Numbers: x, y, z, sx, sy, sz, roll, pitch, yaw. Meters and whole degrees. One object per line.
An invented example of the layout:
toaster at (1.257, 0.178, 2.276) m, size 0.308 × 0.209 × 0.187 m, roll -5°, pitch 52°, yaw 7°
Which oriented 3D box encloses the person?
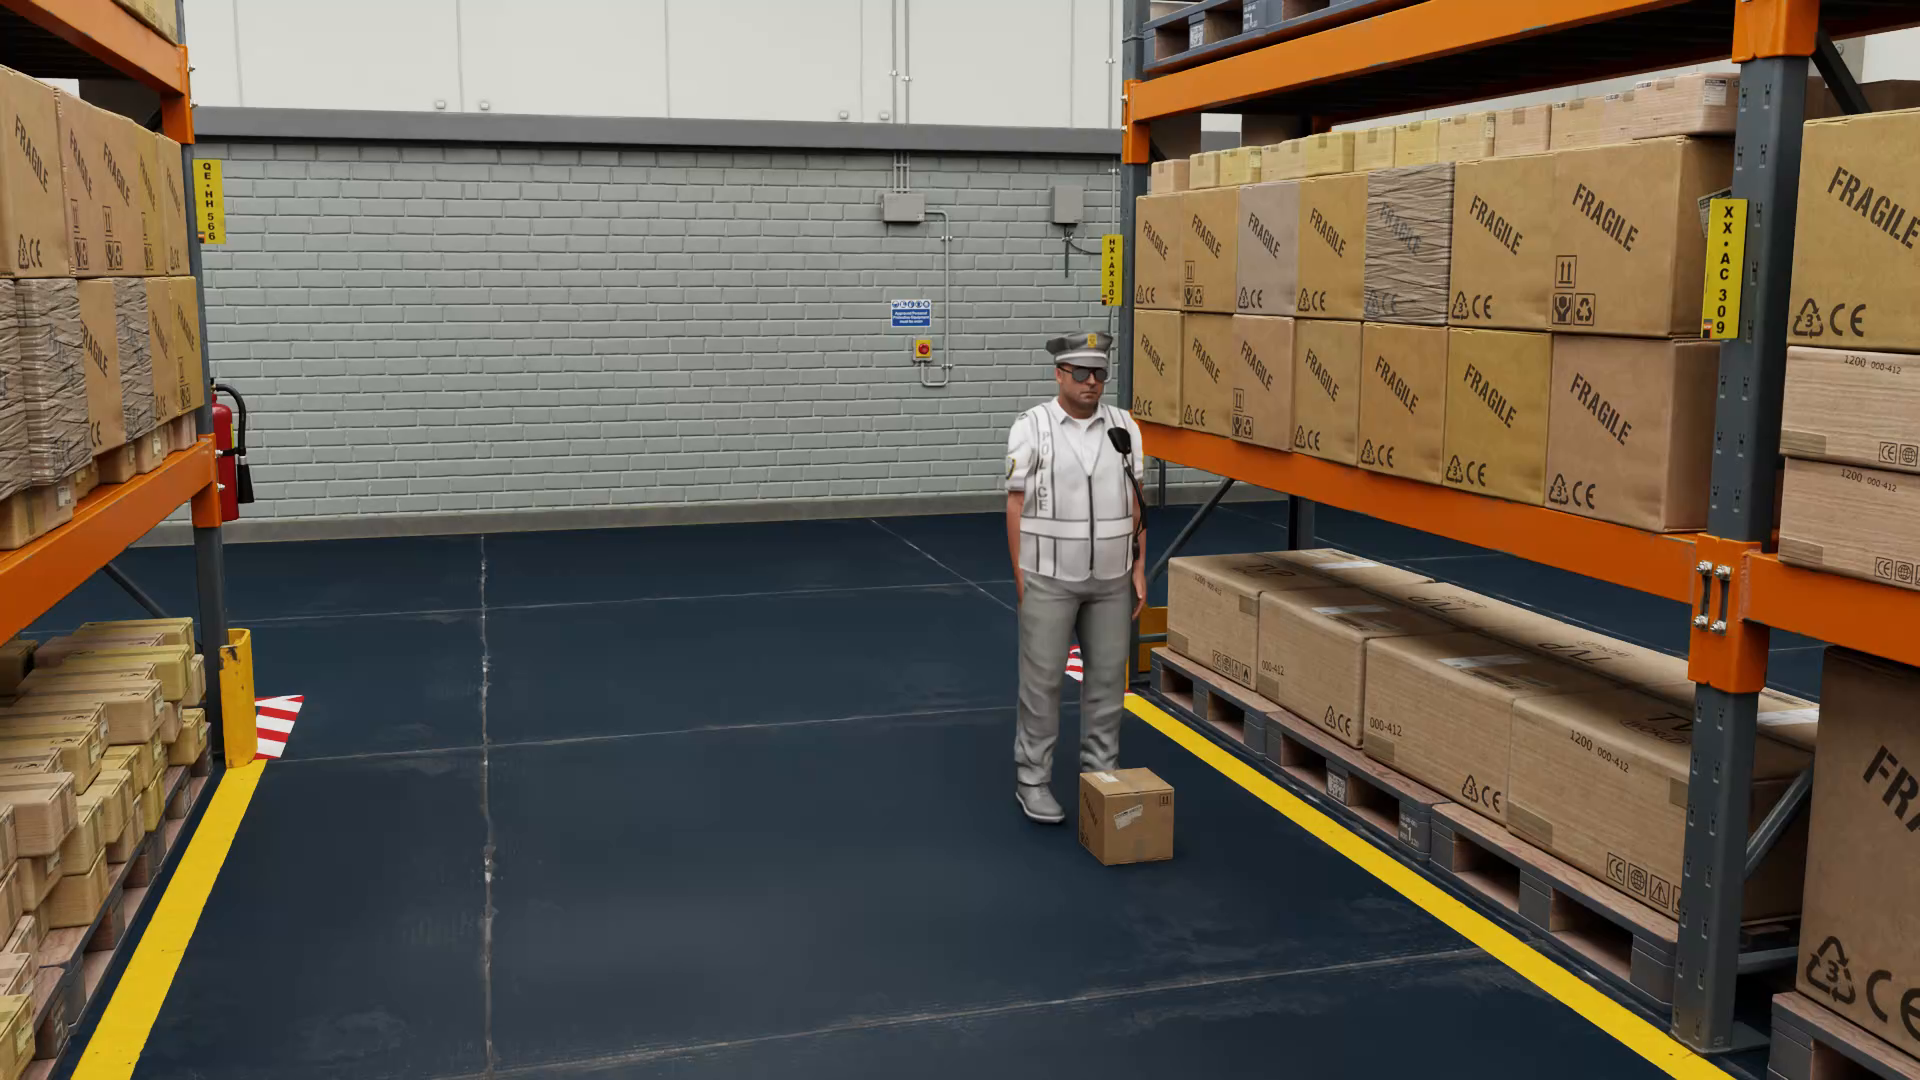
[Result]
person at (0.434, 0.126, 6.055) m, size 0.527 × 1.759 × 0.394 m, roll -2°, pitch 9°, yaw -15°
